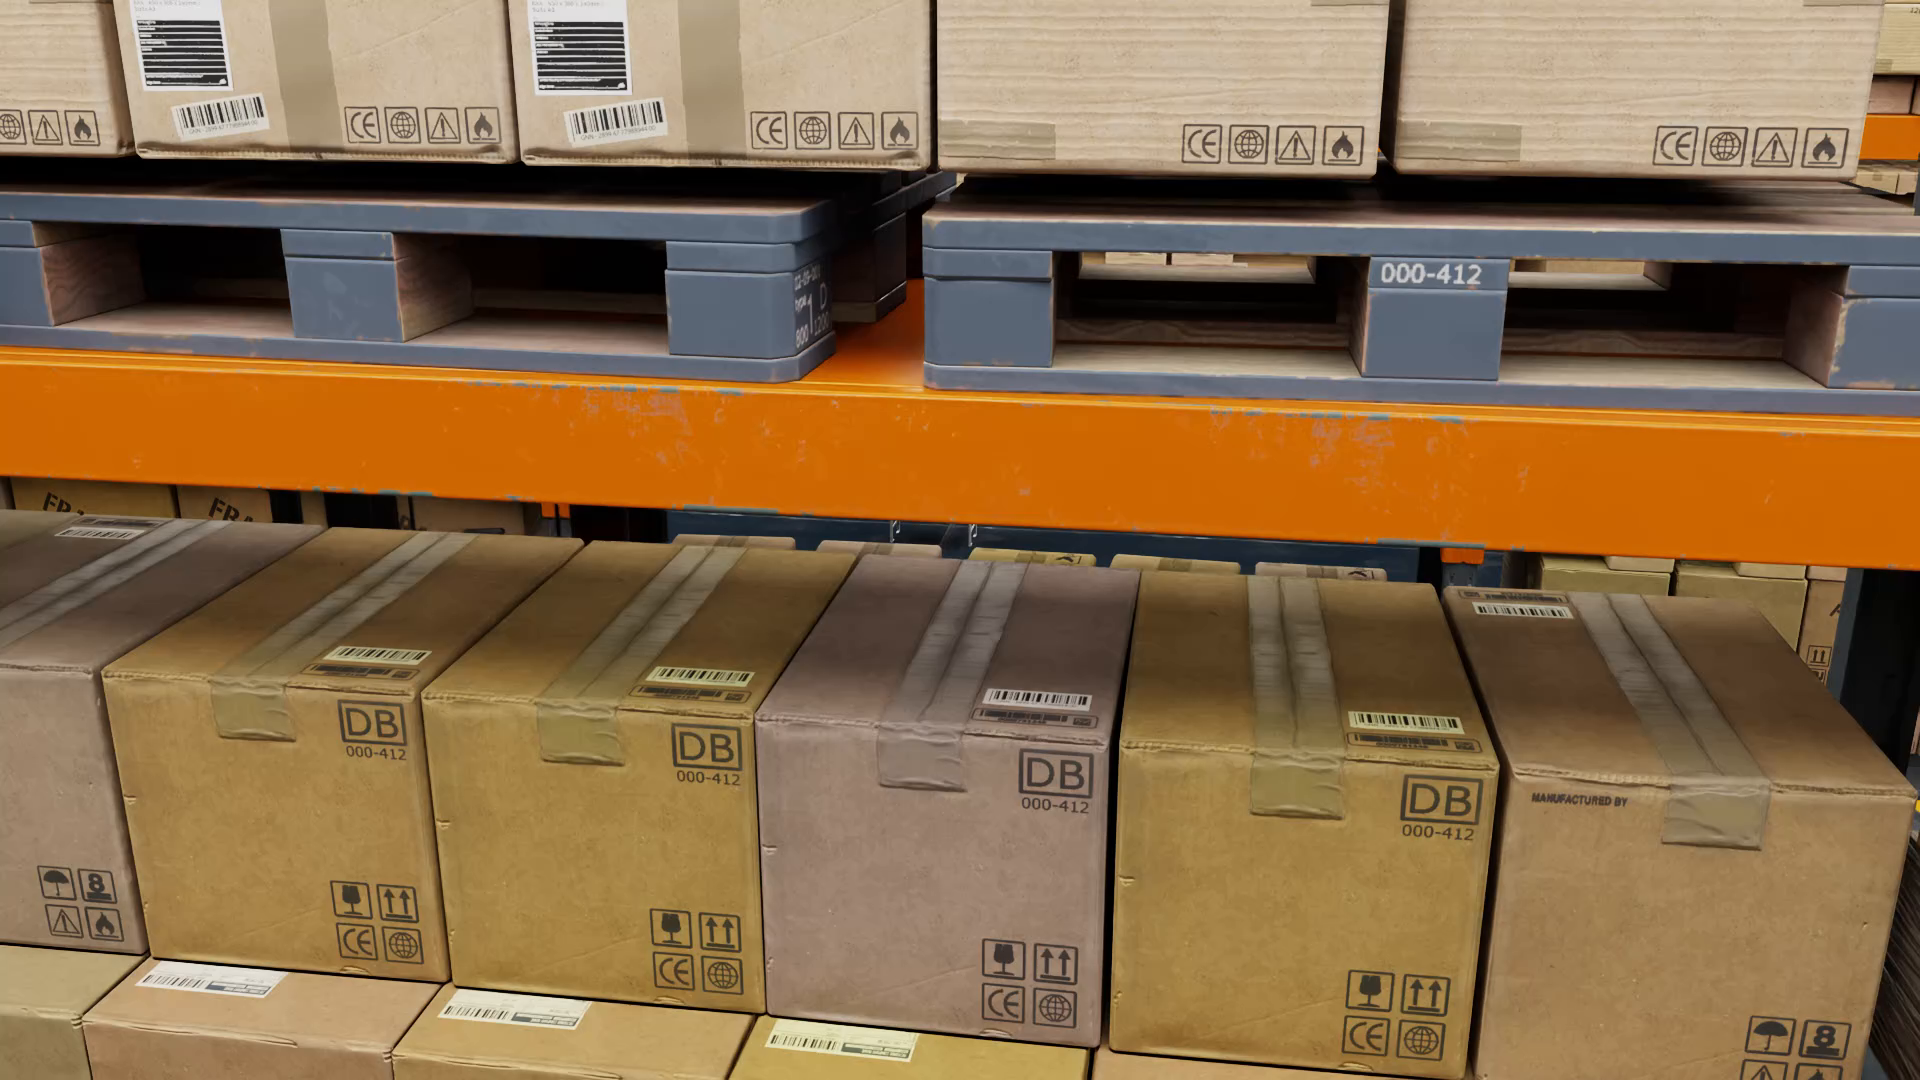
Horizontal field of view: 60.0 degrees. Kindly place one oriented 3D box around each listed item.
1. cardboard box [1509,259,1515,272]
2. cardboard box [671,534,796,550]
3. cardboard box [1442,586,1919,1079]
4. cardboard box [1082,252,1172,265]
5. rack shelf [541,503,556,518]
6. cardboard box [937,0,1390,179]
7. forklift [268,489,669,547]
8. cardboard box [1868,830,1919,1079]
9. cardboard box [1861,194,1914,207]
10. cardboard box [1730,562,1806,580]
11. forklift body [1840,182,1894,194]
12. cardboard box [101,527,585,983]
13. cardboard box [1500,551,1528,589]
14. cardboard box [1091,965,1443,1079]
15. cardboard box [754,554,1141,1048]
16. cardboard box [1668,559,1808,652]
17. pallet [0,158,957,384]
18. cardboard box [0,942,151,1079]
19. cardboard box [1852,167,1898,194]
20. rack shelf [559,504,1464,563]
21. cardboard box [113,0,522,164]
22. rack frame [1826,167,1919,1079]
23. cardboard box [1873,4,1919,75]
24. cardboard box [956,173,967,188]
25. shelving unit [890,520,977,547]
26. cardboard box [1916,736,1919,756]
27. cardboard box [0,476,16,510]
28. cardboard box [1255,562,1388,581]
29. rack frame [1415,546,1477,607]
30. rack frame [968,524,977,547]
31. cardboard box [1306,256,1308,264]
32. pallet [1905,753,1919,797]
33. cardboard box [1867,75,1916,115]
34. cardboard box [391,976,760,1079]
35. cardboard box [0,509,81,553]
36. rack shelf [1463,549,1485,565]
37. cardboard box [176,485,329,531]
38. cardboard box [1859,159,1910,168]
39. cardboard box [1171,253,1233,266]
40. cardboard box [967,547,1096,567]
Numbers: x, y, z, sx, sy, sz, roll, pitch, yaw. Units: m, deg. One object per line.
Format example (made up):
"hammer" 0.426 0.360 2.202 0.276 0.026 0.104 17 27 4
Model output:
"cardboard box" 3.895 -2.055 11.561 0.500 0.500 0.500 3 19 10
"cardboard box" -1.196 0.299 8.161 0.625 0.372 0.950 2 19 5
"cardboard box" 1.021 0.433 2.548 0.500 0.500 0.700 3 19 8
"cardboard box" 0.706 -0.969 7.185 0.500 0.500 0.500 4 19 11
"rack shelf" -3.727 -0.539 8.320 4.000 0.370 1.077 3 19 9
"cardboard box" 0.258 -0.613 2.098 0.500 0.250 0.500 3 19 8
"forklift" -1.342 0.338 4.674 1.130 2.935 3.031 -4 19 -12
"cardboard box" 1.878 0.922 2.585 0.550 0.550 0.875 3 19 9
"cardboard box" 3.590 -1.084 6.614 0.500 0.500 0.700 3 19 7
"cardboard box" 3.359 0.028 6.959 0.250 0.149 0.380 4 19 11
"forklift body" 4.769 -1.053 10.061 1.214 2.155 2.313 3 19 9
"cardboard box" -0.989 0.331 2.854 0.500 0.500 0.700 3 19 8
"cardboard box" 2.824 0.117 7.716 0.500 0.500 0.500 3 19 8
"cardboard box" 0.455 0.963 2.542 0.500 0.500 0.500 3 19 8
"cardboard box" 0.014 0.382 2.700 0.500 0.500 0.700 3 19 9
"cardboard box" 3.267 0.309 7.143 0.500 0.500 0.500 4 19 11
"pallet" -0.689 -0.485 2.596 1.213 0.211 1.003 4 19 11
"cardboard box" -1.535 0.861 2.845 0.500 0.500 0.500 3 19 8
"cardboard box" 6.032 -2.387 11.062 0.250 0.149 0.380 3 19 10
"rack shelf" 0.223 -0.337 7.718 4.000 0.370 1.077 3 19 9
"cardboard box" -0.756 -0.694 2.243 0.500 0.311 0.500 3 19 8
"rack frame" 1.512 0.978 2.653 0.127 3.000 1.000 3 19 9
"cardboard box" 3.592 -1.910 6.325 0.500 0.250 0.500 3 19 9
"cardboard box" 0.081 -2.554 12.029 0.250 0.149 0.380 3 19 9
"shelving unit" -0.163 -0.577 10.138 0.503 1.200 0.258 3 19 9
"cardboard box" 4.278 0.719 7.100 0.500 0.250 0.500 2 19 7
"cardboard box" -5.077 -0.166 8.759 0.875 0.875 0.875 4 19 10
"cardboard box" 1.679 0.443 7.730 0.625 0.372 0.950 3 19 9
"rack frame" 2.197 -0.578 7.303 0.127 3.000 1.000 3 19 9
"rack frame" 0.077 -0.565 10.101 0.015 1.200 0.240 3 19 9
"cardboard box" 1.705 -0.917 7.028 0.500 0.500 0.500 3 19 8
"pallet" 4.074 0.828 7.496 1.213 0.211 1.003 3 19 9
"cardboard box" 3.481 -1.738 6.440 0.250 0.149 0.380 2 19 7
"cardboard box" -0.545 0.912 2.692 0.500 0.500 0.500 3 19 8
"cardboard box" -1.996 0.281 3.003 0.500 0.500 0.700 3 19 8
"rack shelf" 4.172 -0.136 7.116 4.000 0.370 1.077 3 19 9
"cardboard box" -3.301 -0.078 8.495 0.875 0.875 0.875 3 19 9
"cardboard box" 6.380 -2.545 11.533 0.250 0.149 0.380 4 19 11
"cardboard box" 1.023 -1.256 7.020 0.250 0.149 0.380 2 19 7
"cardboard box" 0.282 0.374 7.938 0.625 0.372 0.950 4 19 10
